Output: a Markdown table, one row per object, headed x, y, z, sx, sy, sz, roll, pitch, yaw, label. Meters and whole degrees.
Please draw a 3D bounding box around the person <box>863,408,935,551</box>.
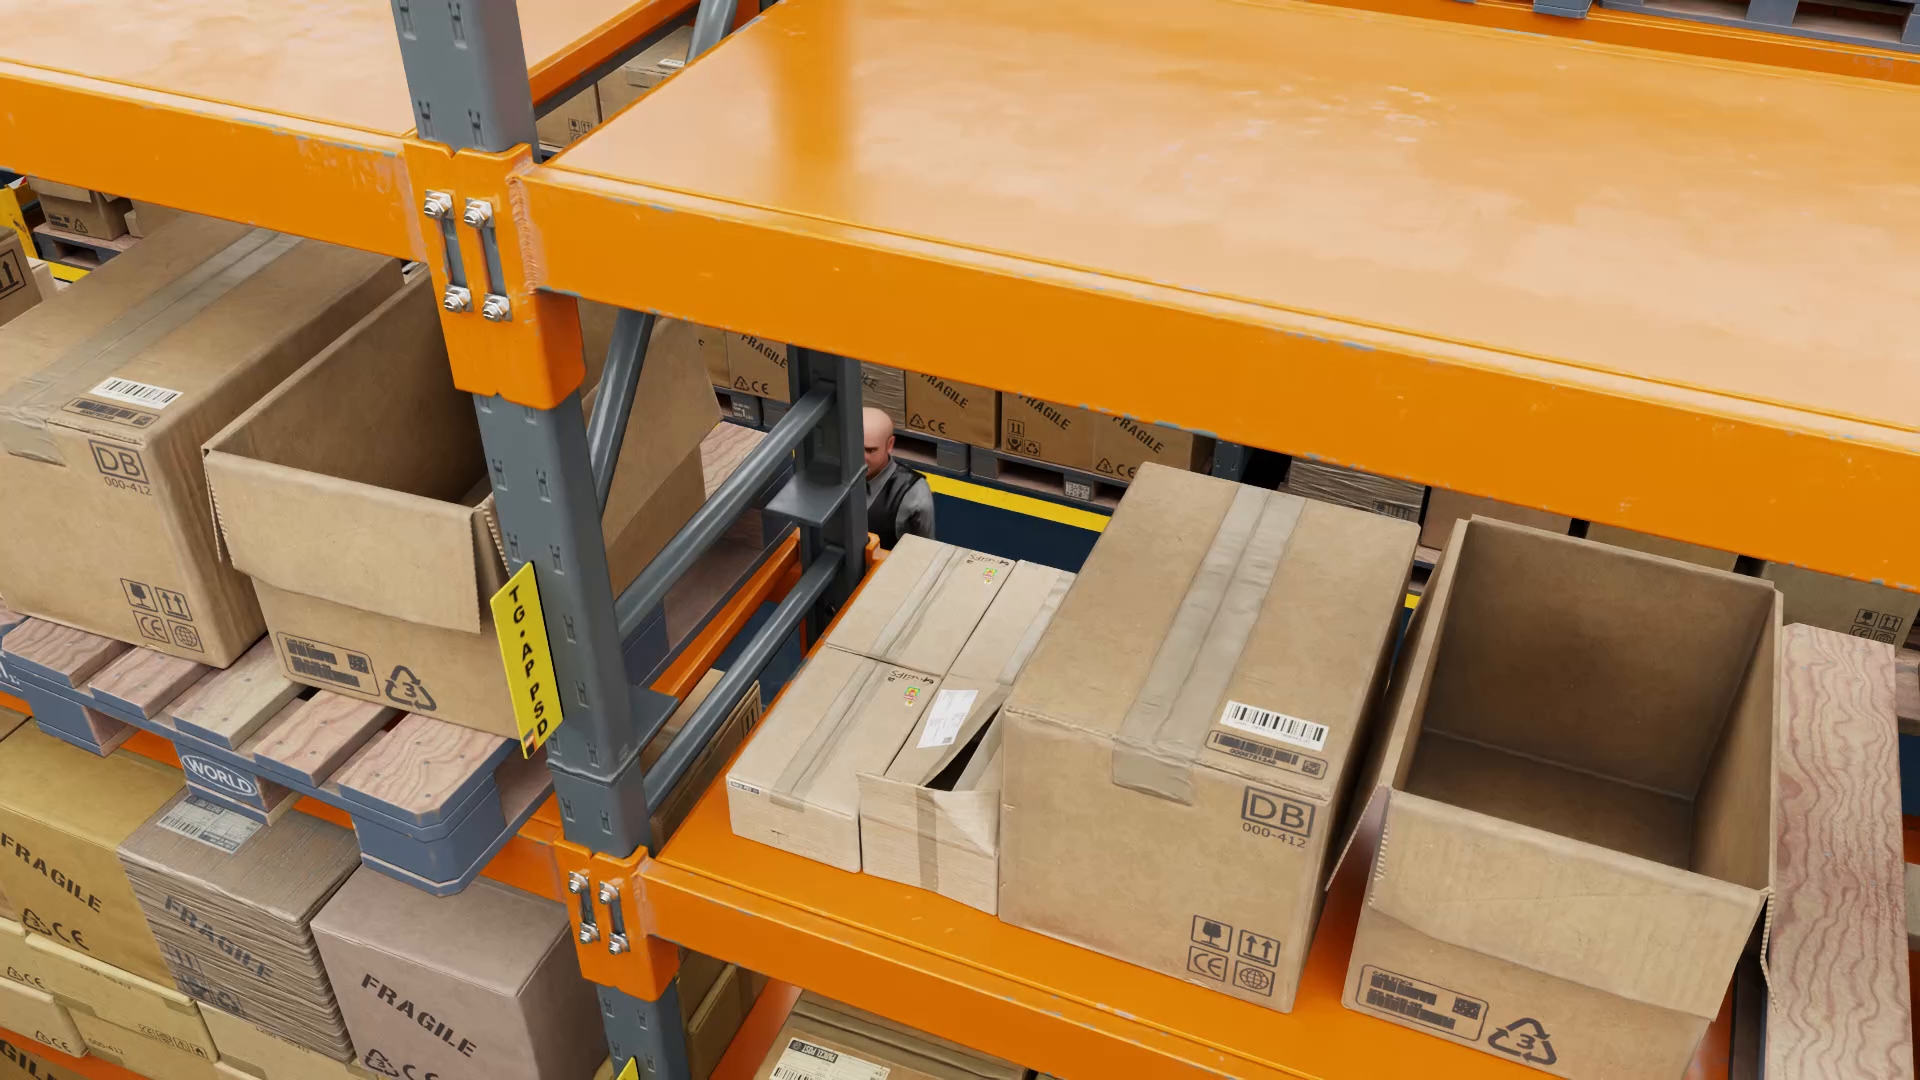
| x | y | z | sx | sy | sz | roll | pitch | yaw | label |
| --- | --- | --- | --- | --- | --- | --- | --- | --- | --- |
| -0.346 | 0.238 | 6.533 | 0.531 | 1.716 | 0.360 | 15 | 40 | 19 | person |
